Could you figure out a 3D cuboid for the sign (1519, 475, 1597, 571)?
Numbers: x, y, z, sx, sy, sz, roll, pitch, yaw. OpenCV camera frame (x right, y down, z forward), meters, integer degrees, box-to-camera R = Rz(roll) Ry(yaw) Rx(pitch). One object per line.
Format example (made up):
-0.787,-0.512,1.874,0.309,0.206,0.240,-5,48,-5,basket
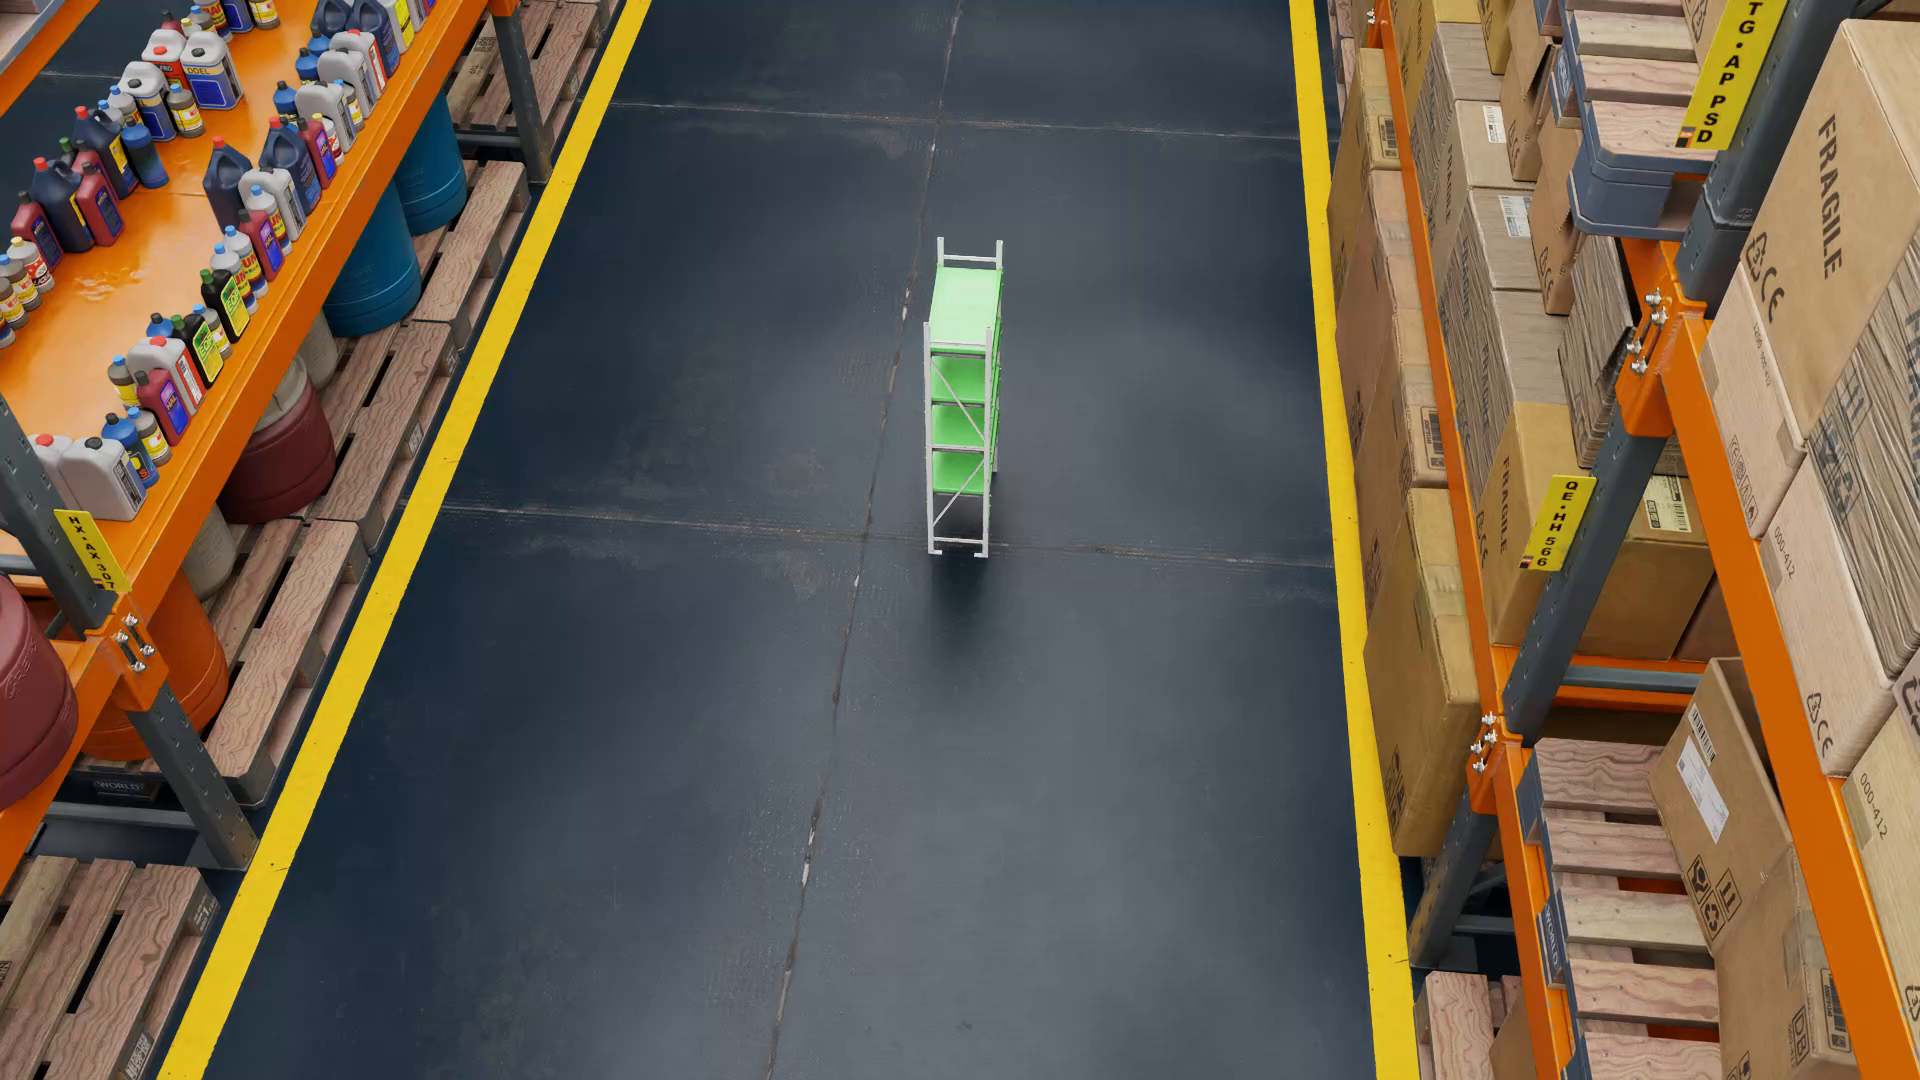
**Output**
1.433,-0.037,3.993,0.100,0.325,0.005,4,48,4,sign

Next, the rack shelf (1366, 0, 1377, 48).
2.532,-3.778,8.686,1.077,0.370,4.000,4,48,4,rack shelf

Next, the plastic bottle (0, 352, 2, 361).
-3.258,-0.671,5.492,0.097,0.201,0.097,0,48,0,plastic bottle

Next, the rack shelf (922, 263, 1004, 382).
0.015,-0.807,6.137,0.258,0.148,0.480,4,48,4,rack shelf

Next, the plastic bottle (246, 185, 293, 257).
-2.442,-1.130,5.864,0.097,0.271,0.097,0,48,0,plastic bottle

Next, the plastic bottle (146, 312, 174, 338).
-2.566,-0.625,5.402,0.097,0.271,0.097,0,48,0,plastic bottle

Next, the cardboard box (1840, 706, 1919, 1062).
1.605,0.510,2.345,0.500,0.250,0.500,5,48,4,cardboard box

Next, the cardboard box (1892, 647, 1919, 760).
1.598,0.244,2.081,0.500,0.500,0.500,3,48,2,cardboard box

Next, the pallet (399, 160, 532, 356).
-2.694,-1.379,7.894,1.003,0.211,1.213,4,48,4,pallet

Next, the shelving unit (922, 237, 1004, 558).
0.015,-0.527,6.444,0.258,1.200,0.503,4,48,4,shelving unit

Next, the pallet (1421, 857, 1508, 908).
2.132,0.755,5.942,1.003,0.211,1.213,4,48,4,pallet

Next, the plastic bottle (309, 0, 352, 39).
-2.501,-2.044,6.646,0.144,0.351,0.185,4,48,4,plastic bottle

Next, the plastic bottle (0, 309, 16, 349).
-3.250,-0.767,5.531,0.097,0.271,0.097,0,48,0,plastic bottle

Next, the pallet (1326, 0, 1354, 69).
2.606,-3.062,9.434,1.003,0.211,1.213,4,48,4,pallet

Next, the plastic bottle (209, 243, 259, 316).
-2.472,-0.888,5.643,0.097,0.271,0.097,0,48,0,plastic bottle

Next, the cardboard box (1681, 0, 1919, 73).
1.969,-1.254,3.502,0.797,0.503,0.637,6,48,6,cardboard box

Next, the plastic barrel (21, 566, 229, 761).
-2.919,0.285,5.668,0.600,0.830,0.708,4,48,4,plastic barrel

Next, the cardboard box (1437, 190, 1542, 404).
1.879,-0.772,5.382,0.500,0.500,0.500,2,48,2,cardboard box

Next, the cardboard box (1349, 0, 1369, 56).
2.572,-3.117,8.749,0.875,0.875,0.875,4,48,4,cardboard box

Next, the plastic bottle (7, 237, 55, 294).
-3.223,-0.958,5.754,0.097,0.201,0.097,0,48,0,plastic bottle

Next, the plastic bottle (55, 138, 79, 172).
-3.202,-1.305,6.016,0.061,0.283,0.133,4,48,4,plastic bottle

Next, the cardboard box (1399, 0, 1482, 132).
2.014,-1.894,6.408,0.500,0.500,0.500,4,48,4,cardboard box

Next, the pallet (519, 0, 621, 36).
-2.445,-3.385,9.729,1.003,0.211,1.213,4,48,4,pallet

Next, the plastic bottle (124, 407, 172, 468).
-2.539,-0.329,5.179,0.097,0.201,0.097,0,48,0,plastic bottle

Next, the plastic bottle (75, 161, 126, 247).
-3.070,-1.197,5.917,0.061,0.283,0.133,4,48,4,plastic bottle

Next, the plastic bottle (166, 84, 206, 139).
-2.983,-1.657,6.393,0.097,0.201,0.097,0,48,0,plastic bottle

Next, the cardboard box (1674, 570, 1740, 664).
2.301,0.016,4.661,0.500,0.500,0.500,5,48,5,cardboard box

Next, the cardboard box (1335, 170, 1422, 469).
2.231,-0.847,6.673,1.225,0.875,0.875,2,48,2,cardboard box

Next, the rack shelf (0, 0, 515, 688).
-2.765,-1.172,6.302,1.077,0.370,4.000,4,48,4,rack shelf

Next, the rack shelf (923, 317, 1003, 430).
0.015,-0.645,6.314,0.258,0.148,0.480,4,48,4,rack shelf

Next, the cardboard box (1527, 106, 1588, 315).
2.130,-0.999,4.909,0.797,0.503,0.637,5,48,4,cardboard box

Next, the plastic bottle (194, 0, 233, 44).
-3.075,-2.174,6.819,0.097,0.271,0.097,0,48,0,plastic bottle

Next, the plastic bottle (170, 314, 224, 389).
-2.486,-0.637,5.405,0.061,0.283,0.133,4,48,4,plastic bottle

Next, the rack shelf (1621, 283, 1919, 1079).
1.803,1.088,2.202,1.077,0.370,4.000,4,48,4,rack shelf

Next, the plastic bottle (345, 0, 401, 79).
-2.357,-2.034,6.637,0.144,0.351,0.185,4,48,4,plastic bottle

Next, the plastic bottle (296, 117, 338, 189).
-2.385,-1.452,6.150,0.061,0.283,0.133,4,48,4,plastic bottle

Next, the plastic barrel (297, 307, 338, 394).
-2.854,-0.858,6.930,0.421,0.512,0.421,0,48,0,plastic barrel

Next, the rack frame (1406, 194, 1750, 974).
1.986,0.388,4.388,1.000,3.000,0.127,4,48,4,rack frame

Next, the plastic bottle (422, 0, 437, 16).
-2.272,-2.360,6.981,0.061,0.283,0.133,4,48,4,plastic bottle

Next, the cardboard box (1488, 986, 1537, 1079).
1.944,1.577,4.696,0.700,0.500,0.500,2,48,1,cardboard box

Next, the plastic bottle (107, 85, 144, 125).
-3.147,-1.592,6.286,0.097,0.271,0.097,0,48,0,plastic bottle

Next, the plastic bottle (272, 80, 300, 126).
-2.535,-1.616,6.308,0.097,0.271,0.097,0,48,0,plastic bottle

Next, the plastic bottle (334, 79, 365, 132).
-2.371,-1.681,6.415,0.097,0.201,0.097,0,48,0,plastic bottle
